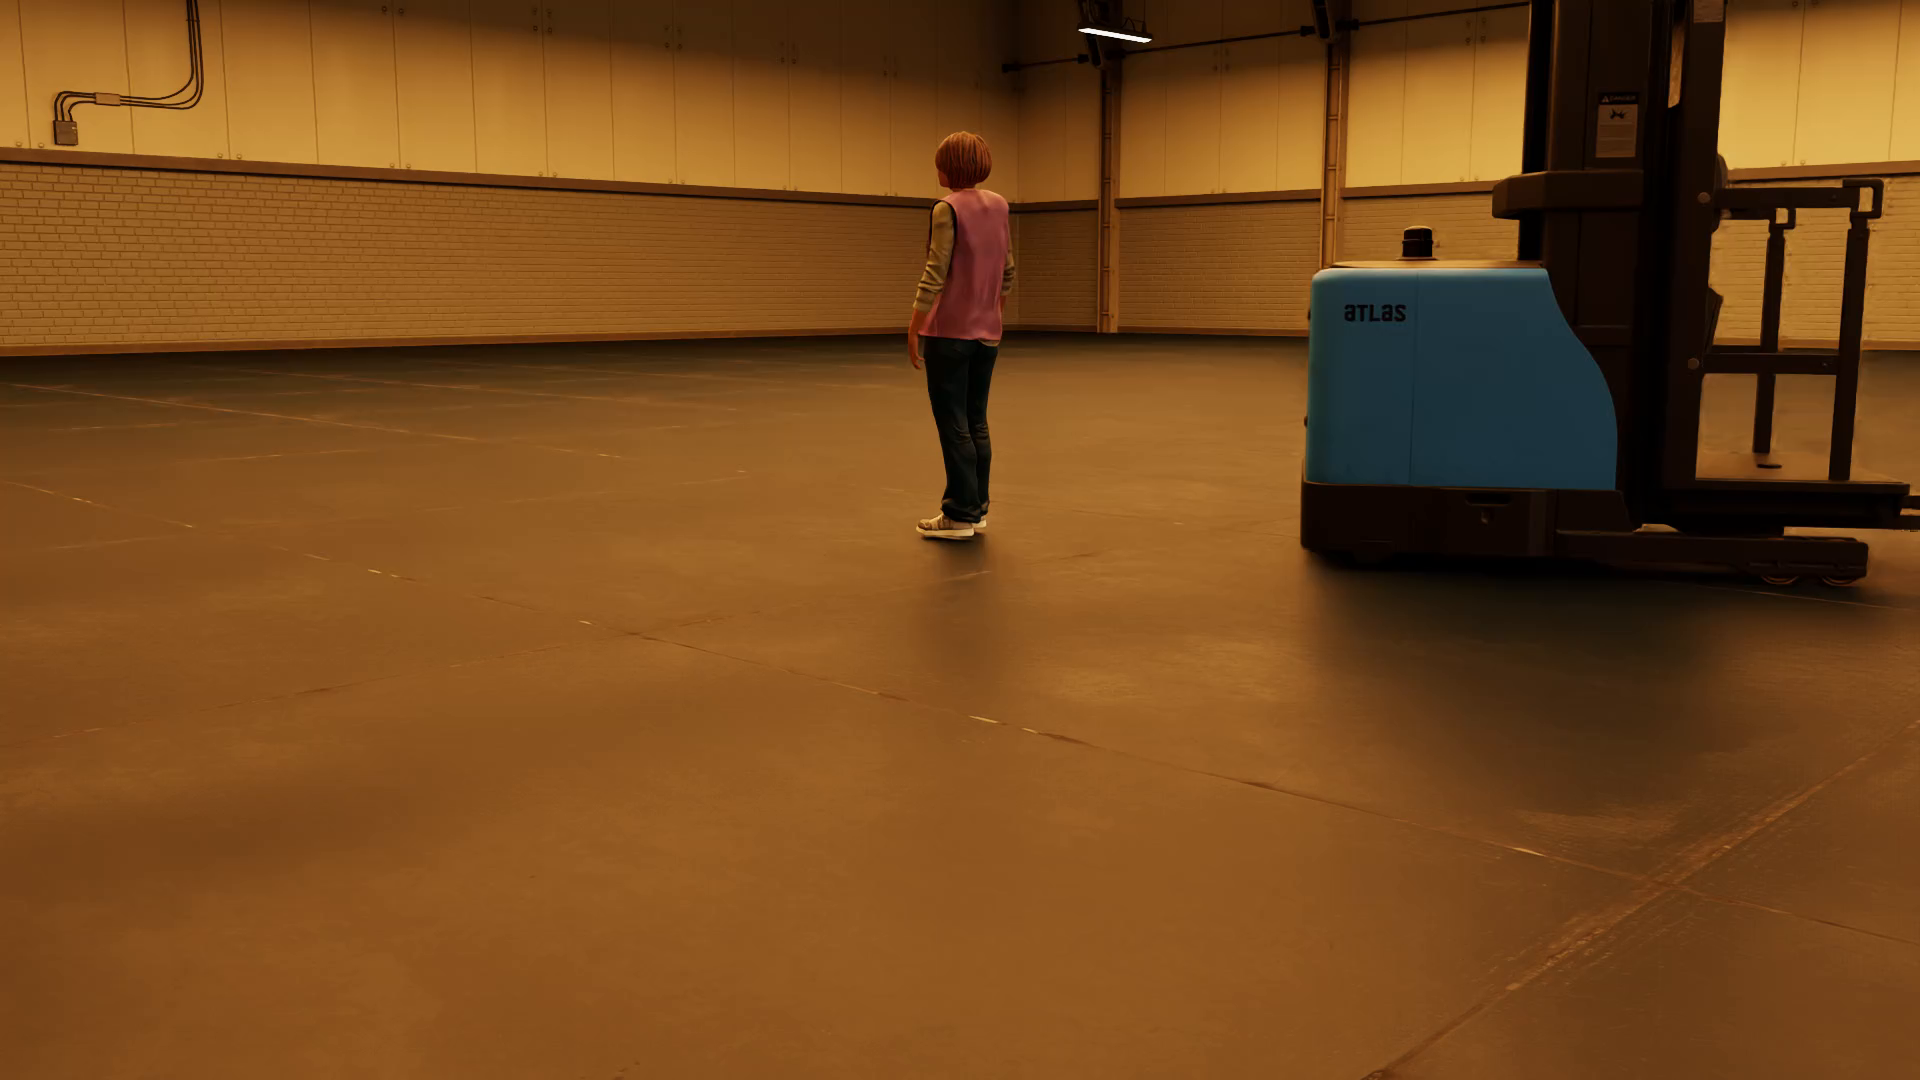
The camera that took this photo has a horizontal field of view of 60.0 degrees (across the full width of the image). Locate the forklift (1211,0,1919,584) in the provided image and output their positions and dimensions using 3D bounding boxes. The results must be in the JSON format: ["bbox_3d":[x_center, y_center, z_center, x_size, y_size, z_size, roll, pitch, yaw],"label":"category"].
[{"bbox_3d":[2.502,-1.385,6.070,3.031,2.935,1.130,2,9,11],"label":"forklift"}]

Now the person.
[{"bbox_3d":[-0.339,-0.694,6.641,0.680,1.391,0.833,5,10,29],"label":"person"}]
